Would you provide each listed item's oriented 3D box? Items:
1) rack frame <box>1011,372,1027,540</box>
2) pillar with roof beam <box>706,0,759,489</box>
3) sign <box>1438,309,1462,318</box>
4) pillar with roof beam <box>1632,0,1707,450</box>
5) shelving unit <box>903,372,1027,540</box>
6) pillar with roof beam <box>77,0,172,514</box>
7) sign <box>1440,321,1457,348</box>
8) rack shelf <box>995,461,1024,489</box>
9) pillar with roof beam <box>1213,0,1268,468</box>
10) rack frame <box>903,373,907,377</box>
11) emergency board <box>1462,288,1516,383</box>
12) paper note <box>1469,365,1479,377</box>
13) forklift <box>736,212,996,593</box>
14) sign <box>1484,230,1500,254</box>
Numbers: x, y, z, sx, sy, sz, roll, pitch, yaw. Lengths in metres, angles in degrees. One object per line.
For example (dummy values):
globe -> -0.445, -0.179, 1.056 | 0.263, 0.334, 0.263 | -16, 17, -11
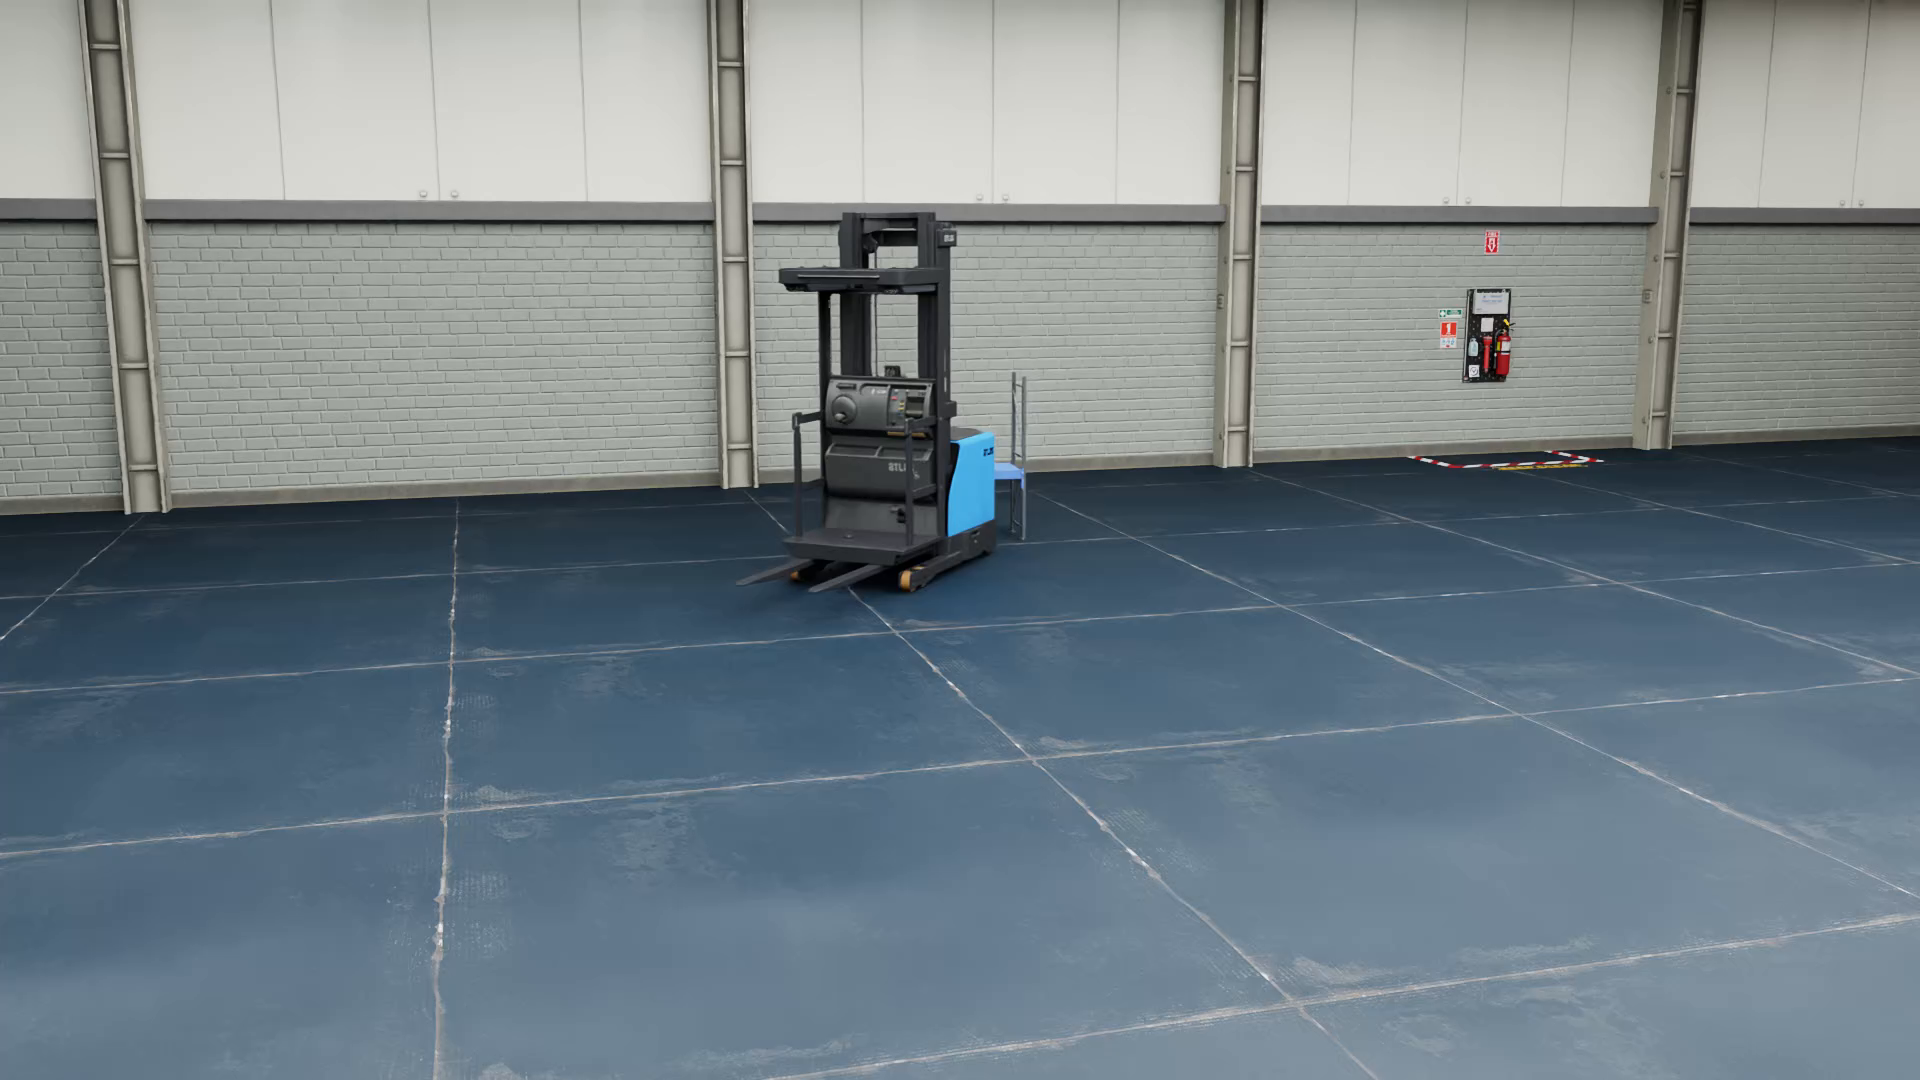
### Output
rack frame -> 0.540, -0.781, 15.352 | 0.032, 1.500, 0.500 | -2, 11, -10
pillar with roof beam -> -1.257, -4.276, 13.621 | 0.400, 9.000, 9.100 | -3, 11, -16
sign -> 6.126, -2.829, 20.772 | 0.331, 0.109, 0.001 | -3, 11, -16
pillar with roof beam -> 10.265, -4.883, 16.920 | 0.400, 9.000, 9.100 | -3, 11, -16
shelving unit -> 0.040, -0.765, 15.262 | 1.048, 1.500, 0.538 | -2, 11, -10
pillar with roof beam -> -7.017, -3.972, 11.972 | 0.400, 9.000, 9.100 | -3, 11, -16
sign -> 6.119, -2.570, 20.827 | 0.234, 0.329, 0.001 | -3, 11, -16
rack shelf -> 0.040, -0.588, 15.294 | 1.000, 0.185, 0.538 | -2, 11, -10
pillar with roof beam -> 4.504, -4.579, 15.270 | 0.400, 9.000, 9.100 | -3, 11, -16
rack frame -> -0.460, -0.748, 15.171 | 0.032, 1.500, 0.500 | -2, 11, -10
emergency board -> 6.679, -2.563, 20.885 | 0.643, 1.169, 0.194 | -3, 11, -16
paper note -> 6.489, -2.132, 20.981 | 0.142, 0.148, 0.016 | -3, 11, -16
forklift -> -0.740, -1.124, 13.258 | 1.130, 2.935, 3.031 | 5, 11, 23
sign -> 6.643, -3.719, 20.767 | 0.199, 0.298, 0.001 | -3, 11, -16
